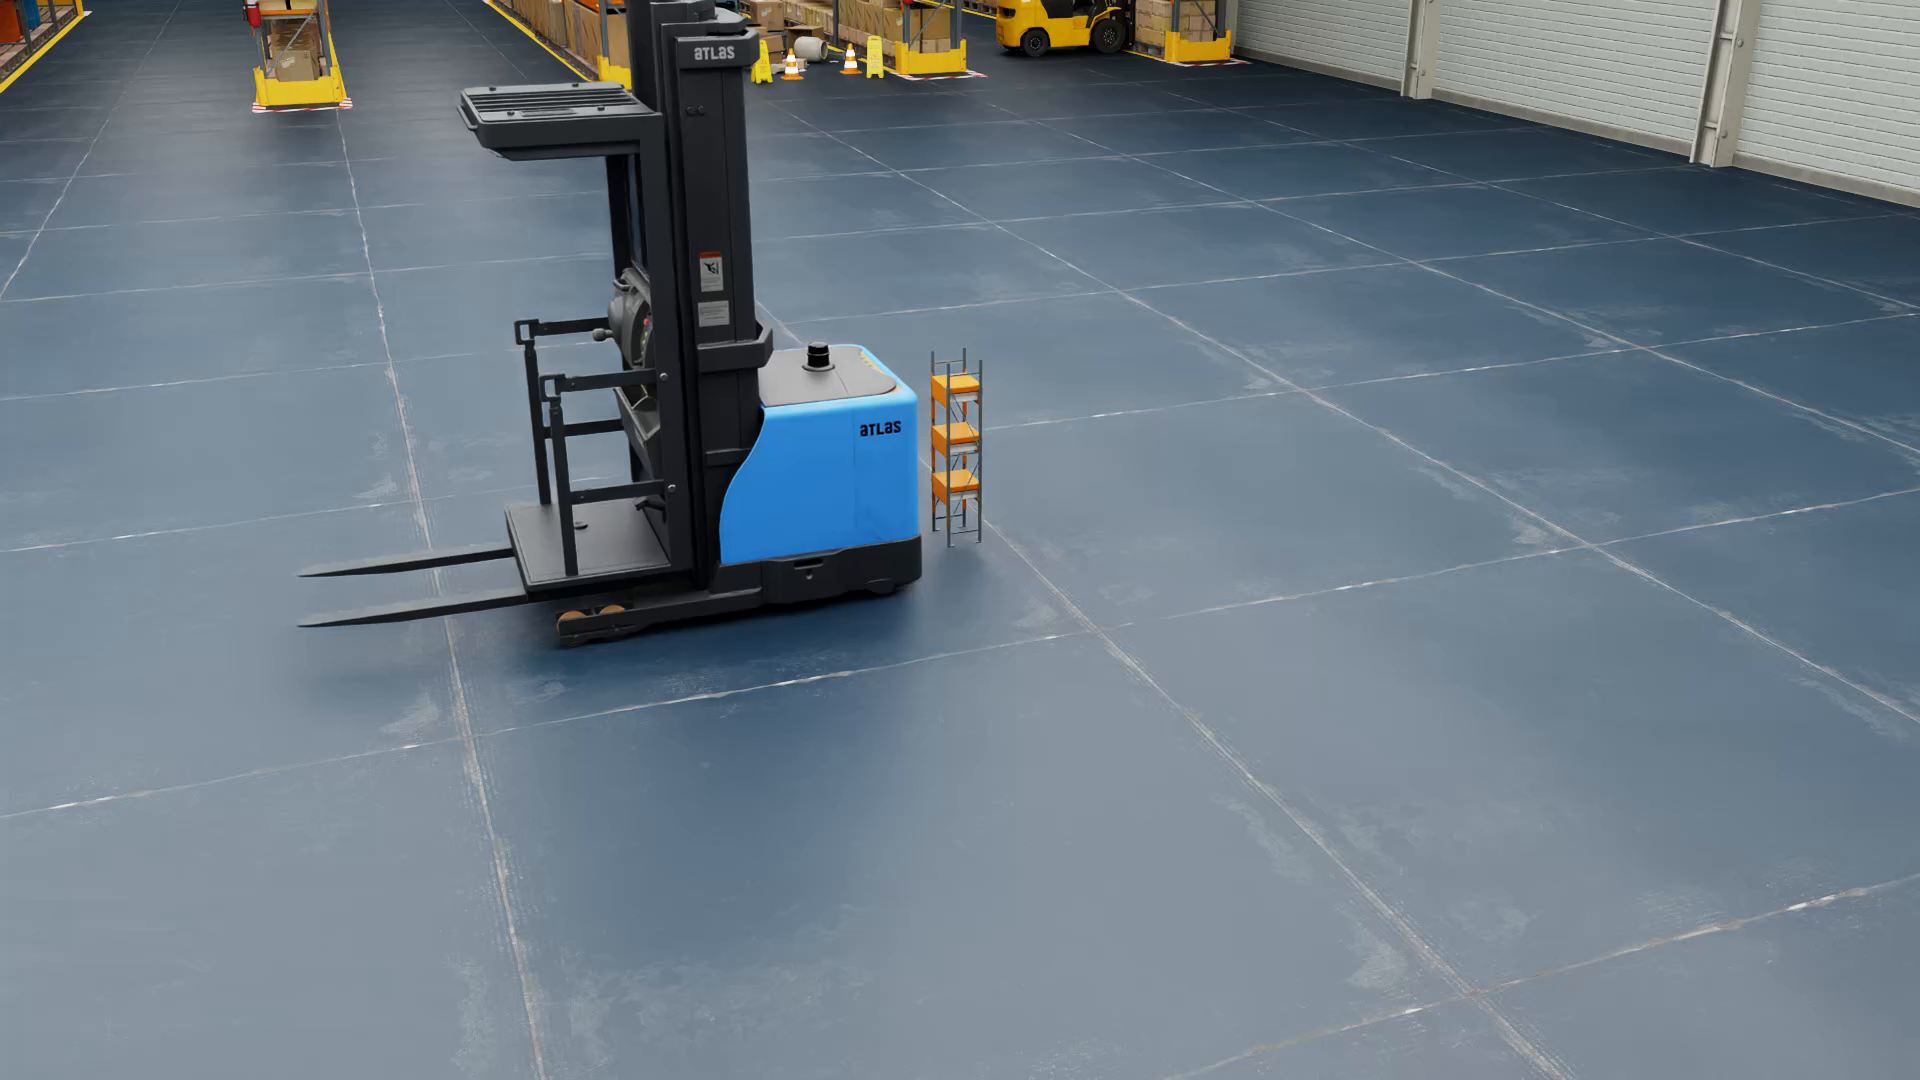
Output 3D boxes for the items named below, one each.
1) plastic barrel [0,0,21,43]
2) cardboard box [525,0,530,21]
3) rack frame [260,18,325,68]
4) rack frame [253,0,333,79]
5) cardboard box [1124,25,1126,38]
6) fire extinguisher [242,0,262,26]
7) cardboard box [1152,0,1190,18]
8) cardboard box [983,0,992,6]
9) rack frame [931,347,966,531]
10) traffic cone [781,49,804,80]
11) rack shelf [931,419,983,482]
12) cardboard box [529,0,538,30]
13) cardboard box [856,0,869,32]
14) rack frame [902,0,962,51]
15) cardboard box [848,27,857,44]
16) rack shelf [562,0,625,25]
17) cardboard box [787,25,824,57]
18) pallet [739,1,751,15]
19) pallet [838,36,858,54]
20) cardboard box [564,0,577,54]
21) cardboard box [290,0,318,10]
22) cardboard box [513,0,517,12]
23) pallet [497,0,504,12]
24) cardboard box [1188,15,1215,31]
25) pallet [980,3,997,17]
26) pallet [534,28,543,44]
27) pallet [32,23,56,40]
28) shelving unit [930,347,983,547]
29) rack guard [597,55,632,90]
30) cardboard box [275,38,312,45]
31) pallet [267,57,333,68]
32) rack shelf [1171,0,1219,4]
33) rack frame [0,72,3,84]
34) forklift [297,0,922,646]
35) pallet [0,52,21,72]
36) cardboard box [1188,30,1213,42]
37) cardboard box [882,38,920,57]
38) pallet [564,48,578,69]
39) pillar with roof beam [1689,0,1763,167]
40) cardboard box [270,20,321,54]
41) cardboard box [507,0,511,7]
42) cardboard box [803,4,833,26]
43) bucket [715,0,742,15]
[{"bbox_3d":[-17.377,-9.438,30.034,0.600,0.830,0.708,-8,24,-19],"label":"plastic barrel"},{"bbox_3d":[-8.536,-10.827,33.753,0.500,0.500,0.500,-7,24,-17],"label":"cardboard box"},{"bbox_3d":[-11.142,-9.295,27.442,1.000,3.000,0.127,-8,24,-19],"label":"rack frame"},{"bbox_3d":[-9.728,-7.842,23.994,1.000,3.000,0.127,-8,24,-19],"label":"rack frame"},{"bbox_3d":[3.184,-9.489,30.900,0.500,0.250,0.500,-8,24,-17],"label":"cardboard box"},{"bbox_3d":[-10.119,-7.702,23.760,0.296,0.674,0.183,-8,24,-19],"label":"fire extinguisher"},{"bbox_3d":[3.730,-9.396,29.393,0.500,0.250,0.500,-8,24,-17],"label":"cardboard box"},{"bbox_3d":[0.841,-12.140,36.869,0.500,0.500,0.500,-9,24,-20],"label":"cardboard box"},{"bbox_3d":[-0.062,-0.548,9.197,0.200,1.050,0.008,-8,24,-19],"label":"rack frame"},{"bbox_3d":[-2.734,-7.736,27.009,0.336,0.463,0.334,-8,24,-19],"label":"traffic cone"},{"bbox_3d":[-0.019,-0.493,9.096,0.215,0.259,0.240,-8,24,-19],"label":"rack shelf"},{"bbox_3d":[-7.748,-10.316,32.219,1.050,0.750,0.750,-9,24,-20],"label":"cardboard box"},{"bbox_3d":[-1.533,-9.294,29.473,0.500,0.500,0.500,-7,24,-16],"label":"cardboard box"},{"bbox_3d":[-0.457,-9.202,27.220,1.000,3.000,0.127,-8,24,-19],"label":"rack frame"},{"bbox_3d":[-1.716,-9.138,30.068,0.500,0.250,0.500,-7,24,-16],"label":"cardboard box"},{"bbox_3d":[-5.759,-8.881,27.385,1.077,0.370,4.000,-8,24,-19],"label":"rack shelf"},{"bbox_3d":[-2.765,-8.928,29.786,0.500,0.500,0.500,8,24,18],"label":"cardboard box"},{"bbox_3d":[-4.354,-12.007,37.466,1.003,0.211,1.213,-8,24,-19],"label":"pallet"},{"bbox_3d":[-1.600,-9.131,30.642,1.003,0.211,1.213,-8,24,-19],"label":"pallet"},{"bbox_3d":[-6.309,-8.916,28.736,0.875,0.875,0.875,-8,24,-18],"label":"cardboard box"},{"bbox_3d":[-9.606,-7.863,24.366,0.380,0.149,0.250,-8,24,-19],"label":"cardboard box"},{"bbox_3d":[-9.279,-11.583,35.547,0.500,0.500,0.500,-7,24,-17],"label":"cardboard box"},{"bbox_3d":[-9.997,-12.244,38.029,1.003,0.211,1.213,-8,24,-19],"label":"pallet"},{"bbox_3d":[4.213,-9.240,29.667,0.500,0.250,0.500,-8,24,-18],"label":"cardboard box"},{"bbox_3d":[1.130,-11.782,36.933,1.003,0.211,1.213,-8,24,-19],"label":"pallet"},{"bbox_3d":[-7.671,-9.811,32.255,1.003,0.211,1.213,-8,24,-19],"label":"pallet"},{"bbox_3d":[-18.368,-9.952,32.589,1.003,0.211,1.213,-8,24,-19],"label":"pallet"},{"bbox_3d":[-0.019,-0.503,9.092,0.215,1.050,0.252,-8,24,-19],"label":"shelving unit"},{"bbox_3d":[-5.044,-7.325,25.986,1.175,0.500,0.348,-8,24,-19],"label":"rack guard"},{"bbox_3d":[-10.380,-7.555,25.992,0.500,0.500,0.500,-6,24,-14],"label":"cardboard box"},{"bbox_3d":[-10.871,-7.771,27.416,1.003,0.211,1.213,-8,24,-19],"label":"pallet"},{"bbox_3d":[3.478,-10.279,30.703,1.077,0.370,4.000,-8,24,-19],"label":"rack shelf"},{"bbox_3d":[-15.775,-8.616,25.830,1.000,3.000,0.127,-8,24,-19],"label":"rack frame"},{"bbox_3d":[-1.771,-1.069,8.012,3.031,2.935,1.130,-8,24,-18],"label":"forklift"},{"bbox_3d":[-16.524,-8.055,28.089,1.003,0.211,1.213,-8,24,-19],"label":"pallet"},{"bbox_3d":[4.194,-9.016,29.778,0.500,0.250,0.500,-8,24,-19],"label":"cardboard box"},{"bbox_3d":[-1.003,-8.394,28.302,0.500,0.250,0.500,-8,24,-19],"label":"cardboard box"},{"bbox_3d":[-6.270,-8.367,28.830,1.003,0.211,1.213,-8,24,-19],"label":"pallet"},{"bbox_3d":[4.994,-8.074,16.821,9.100,9.000,0.400,-8,24,-19],"label":"pillar with roof beam"},{"bbox_3d":[-11.338,-8.572,28.378,0.700,0.500,0.500,-10,25,-23],"label":"cardboard box"},{"bbox_3d":[-9.749,-11.822,36.566,0.380,0.149,0.250,-8,24,-18],"label":"cardboard box"},{"bbox_3d":[-2.563,-10.341,32.766,0.950,0.372,0.625,-8,24,-17],"label":"cardboard box"},{"bbox_3d":[-4.261,-9.398,29.943,0.726,0.611,0.620,0,13,-1],"label":"bucket"}]
